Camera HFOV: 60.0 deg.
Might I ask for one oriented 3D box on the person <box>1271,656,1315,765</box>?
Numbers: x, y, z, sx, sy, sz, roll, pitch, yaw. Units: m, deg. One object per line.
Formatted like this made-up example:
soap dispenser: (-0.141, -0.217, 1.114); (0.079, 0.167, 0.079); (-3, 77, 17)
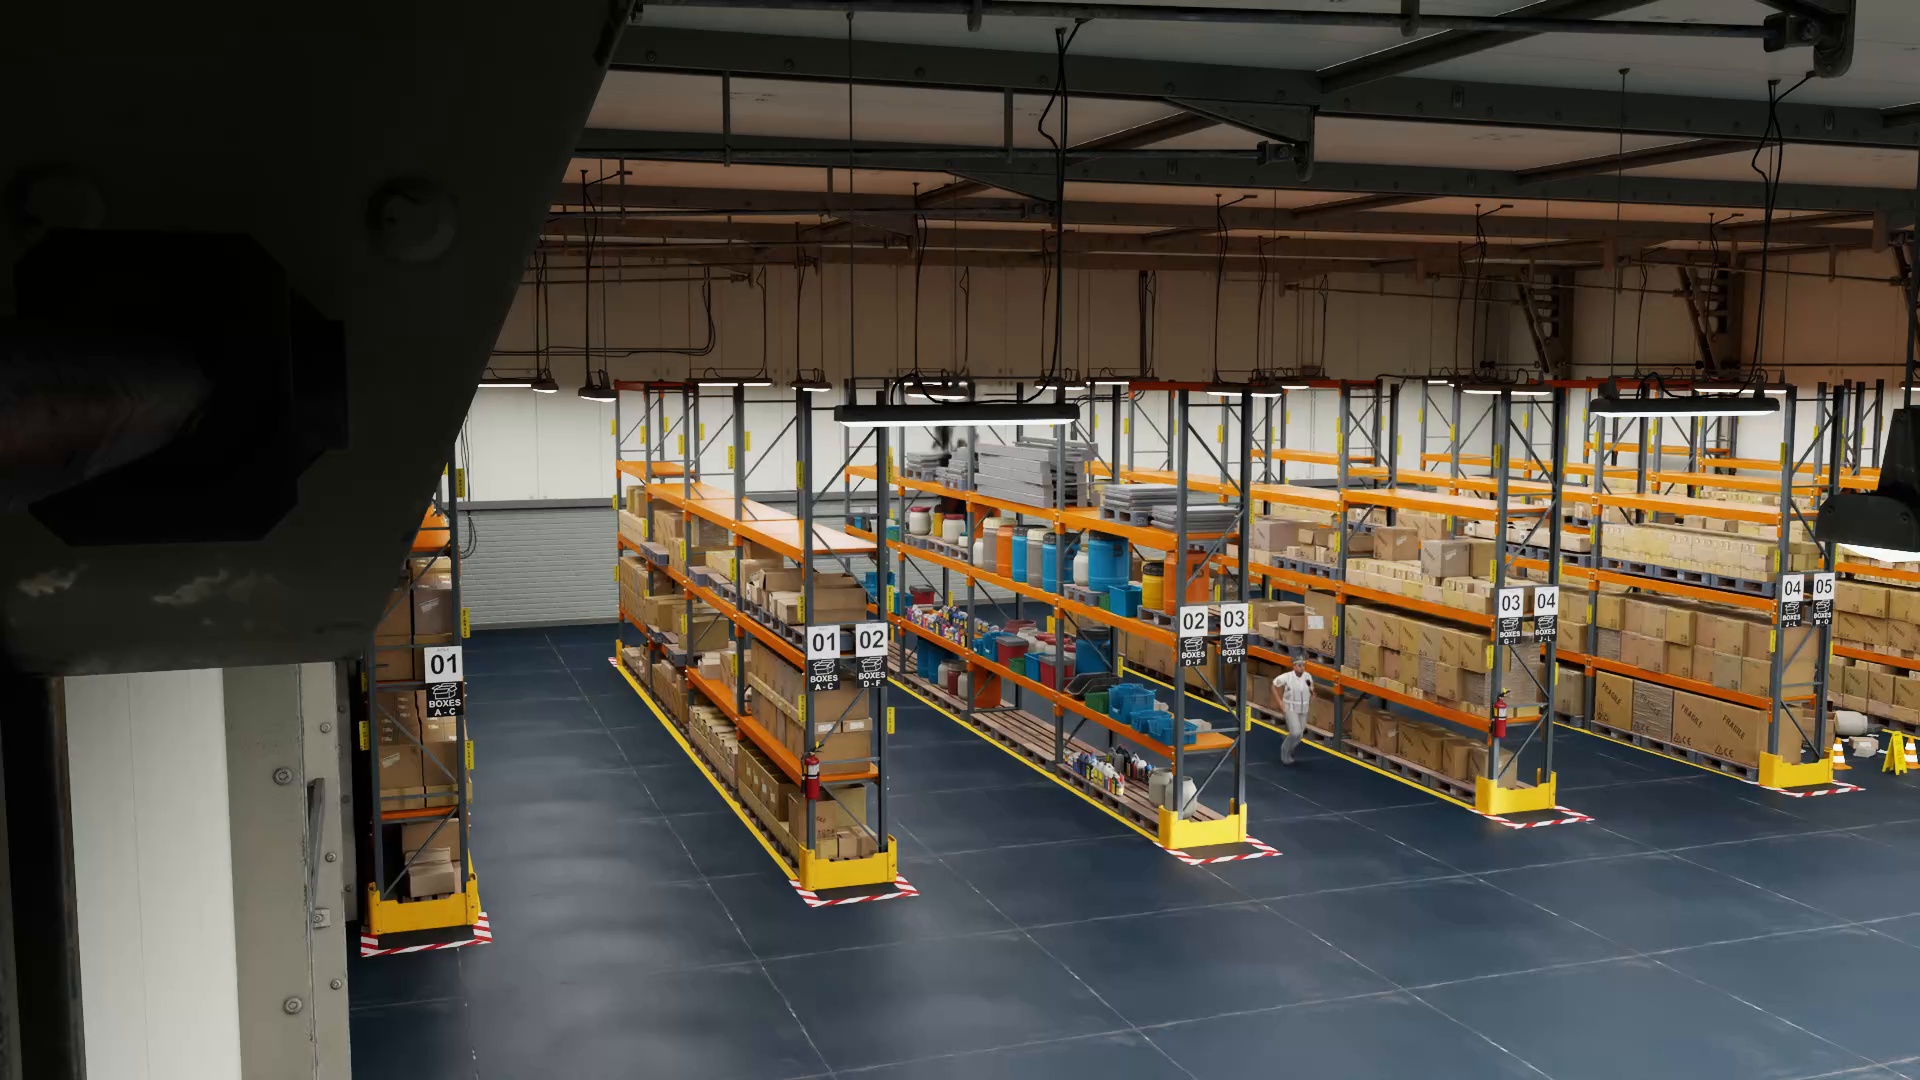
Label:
person: (5.310, 2.682, 26.250); (0.655, 1.746, 0.694); (-2, 6, -22)

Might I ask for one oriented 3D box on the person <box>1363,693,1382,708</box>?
person: (7.602, 2.394, 30.182); (0.576, 1.596, 0.943); (-2, 6, -22)
